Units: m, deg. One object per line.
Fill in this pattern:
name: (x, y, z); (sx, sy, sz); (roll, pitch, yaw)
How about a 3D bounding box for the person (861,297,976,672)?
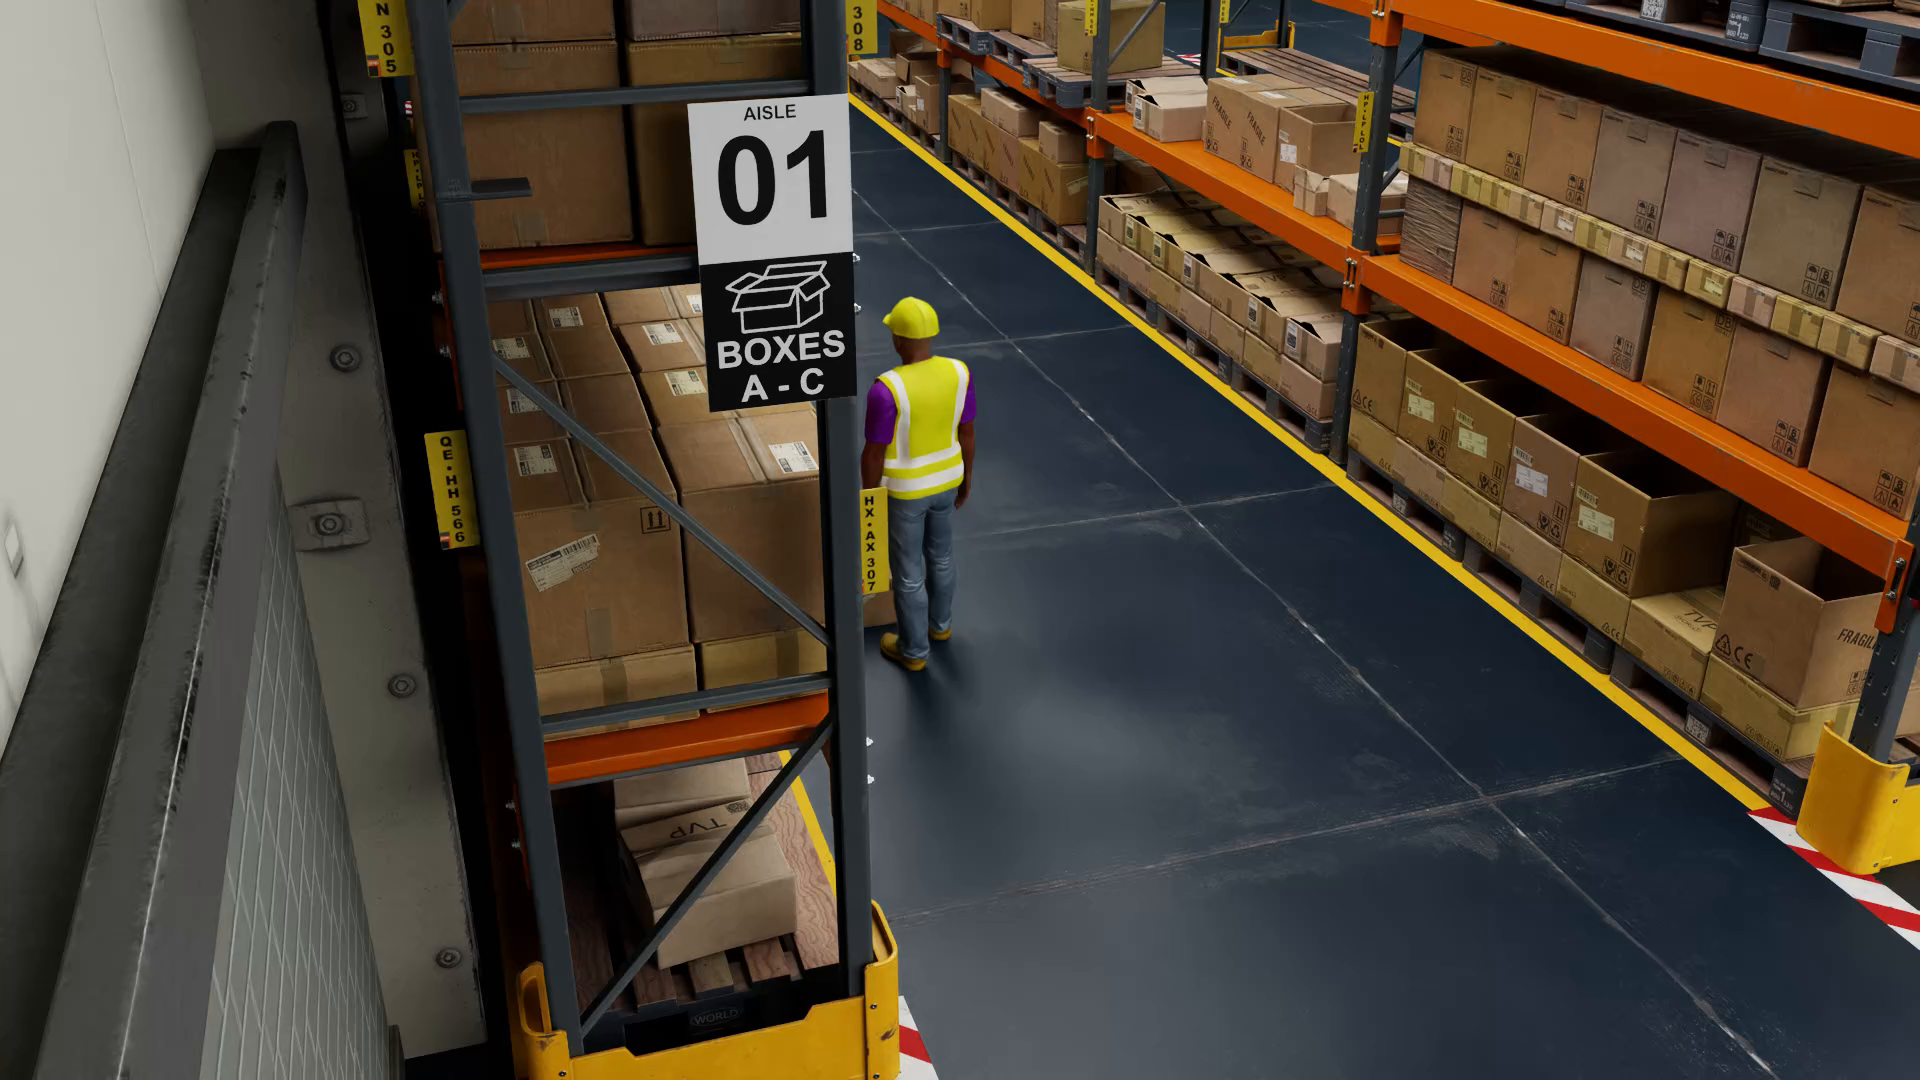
person: (-0.240, -0.279, 7.645); (0.569, 1.771, 0.496); (-17, 31, -31)
